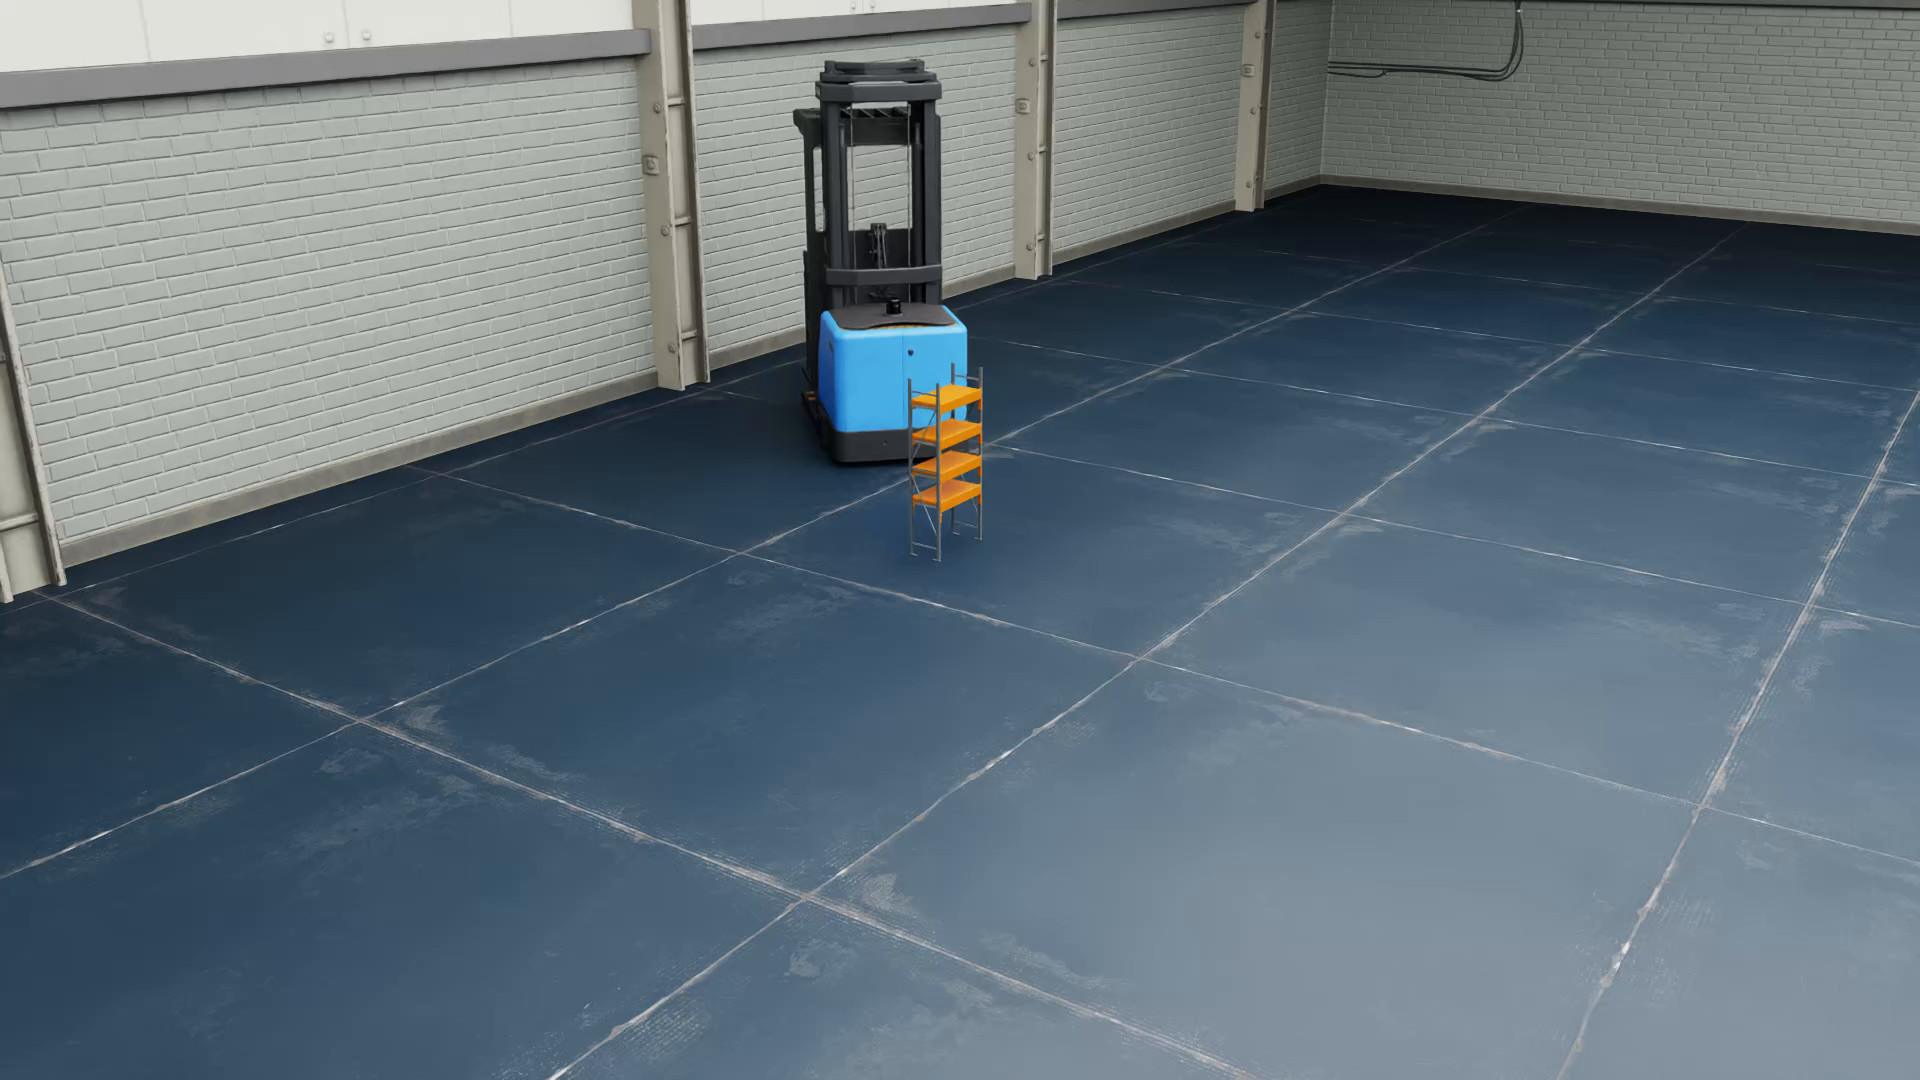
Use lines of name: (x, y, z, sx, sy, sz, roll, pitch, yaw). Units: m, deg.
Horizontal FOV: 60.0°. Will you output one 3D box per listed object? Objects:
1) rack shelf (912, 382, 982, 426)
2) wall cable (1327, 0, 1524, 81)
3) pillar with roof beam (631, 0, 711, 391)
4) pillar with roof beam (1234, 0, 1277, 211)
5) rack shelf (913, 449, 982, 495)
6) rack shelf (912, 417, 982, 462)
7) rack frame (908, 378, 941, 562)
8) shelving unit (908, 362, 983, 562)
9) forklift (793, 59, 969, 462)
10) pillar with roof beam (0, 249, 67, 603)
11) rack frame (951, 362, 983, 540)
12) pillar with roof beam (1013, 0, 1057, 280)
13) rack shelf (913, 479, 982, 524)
rack shelf: (-0.093, -0.884, 10.792, 0.258, 0.148, 0.480, 13, 24, 32)
wall cable: (6.985, -8.214, 24.976, 3.097, 2.526, 0.112, 13, 24, 32)
pillar with roof beam: (1.050, -4.801, 11.272, 9.100, 9.000, 0.400, 13, 24, 32)
pillar with roof beam: (7.795, -8.244, 20.580, 9.100, 9.000, 0.400, 13, 24, 32)
rack shelf: (-0.093, -0.452, 10.952, 0.258, 0.148, 0.480, 13, 24, 32)
rack shelf: (-0.093, -0.662, 10.874, 0.258, 0.148, 0.480, 13, 24, 32)
rack frame: (-0.230, -0.445, 10.739, 0.240, 1.200, 0.015, 13, 24, 32)
shelving unit: (-0.093, -0.515, 10.928, 0.258, 1.200, 0.503, 13, 24, 32)
forklift: (-0.743, -2.442, 13.641, 1.130, 2.935, 3.031, -4, 21, -11)
pillar with roof beam: (-2.323, -3.079, 6.618, 9.100, 9.000, 0.400, 13, 24, 32)
rack frame: (0.044, -0.585, 11.118, 0.240, 1.200, 0.015, 13, 24, 32)
pillar with roof beam: (4.422, -6.522, 15.926, 9.100, 9.000, 0.400, 13, 24, 32)
rack shelf: (-0.093, -0.266, 11.021, 0.258, 0.148, 0.480, 13, 24, 32)
